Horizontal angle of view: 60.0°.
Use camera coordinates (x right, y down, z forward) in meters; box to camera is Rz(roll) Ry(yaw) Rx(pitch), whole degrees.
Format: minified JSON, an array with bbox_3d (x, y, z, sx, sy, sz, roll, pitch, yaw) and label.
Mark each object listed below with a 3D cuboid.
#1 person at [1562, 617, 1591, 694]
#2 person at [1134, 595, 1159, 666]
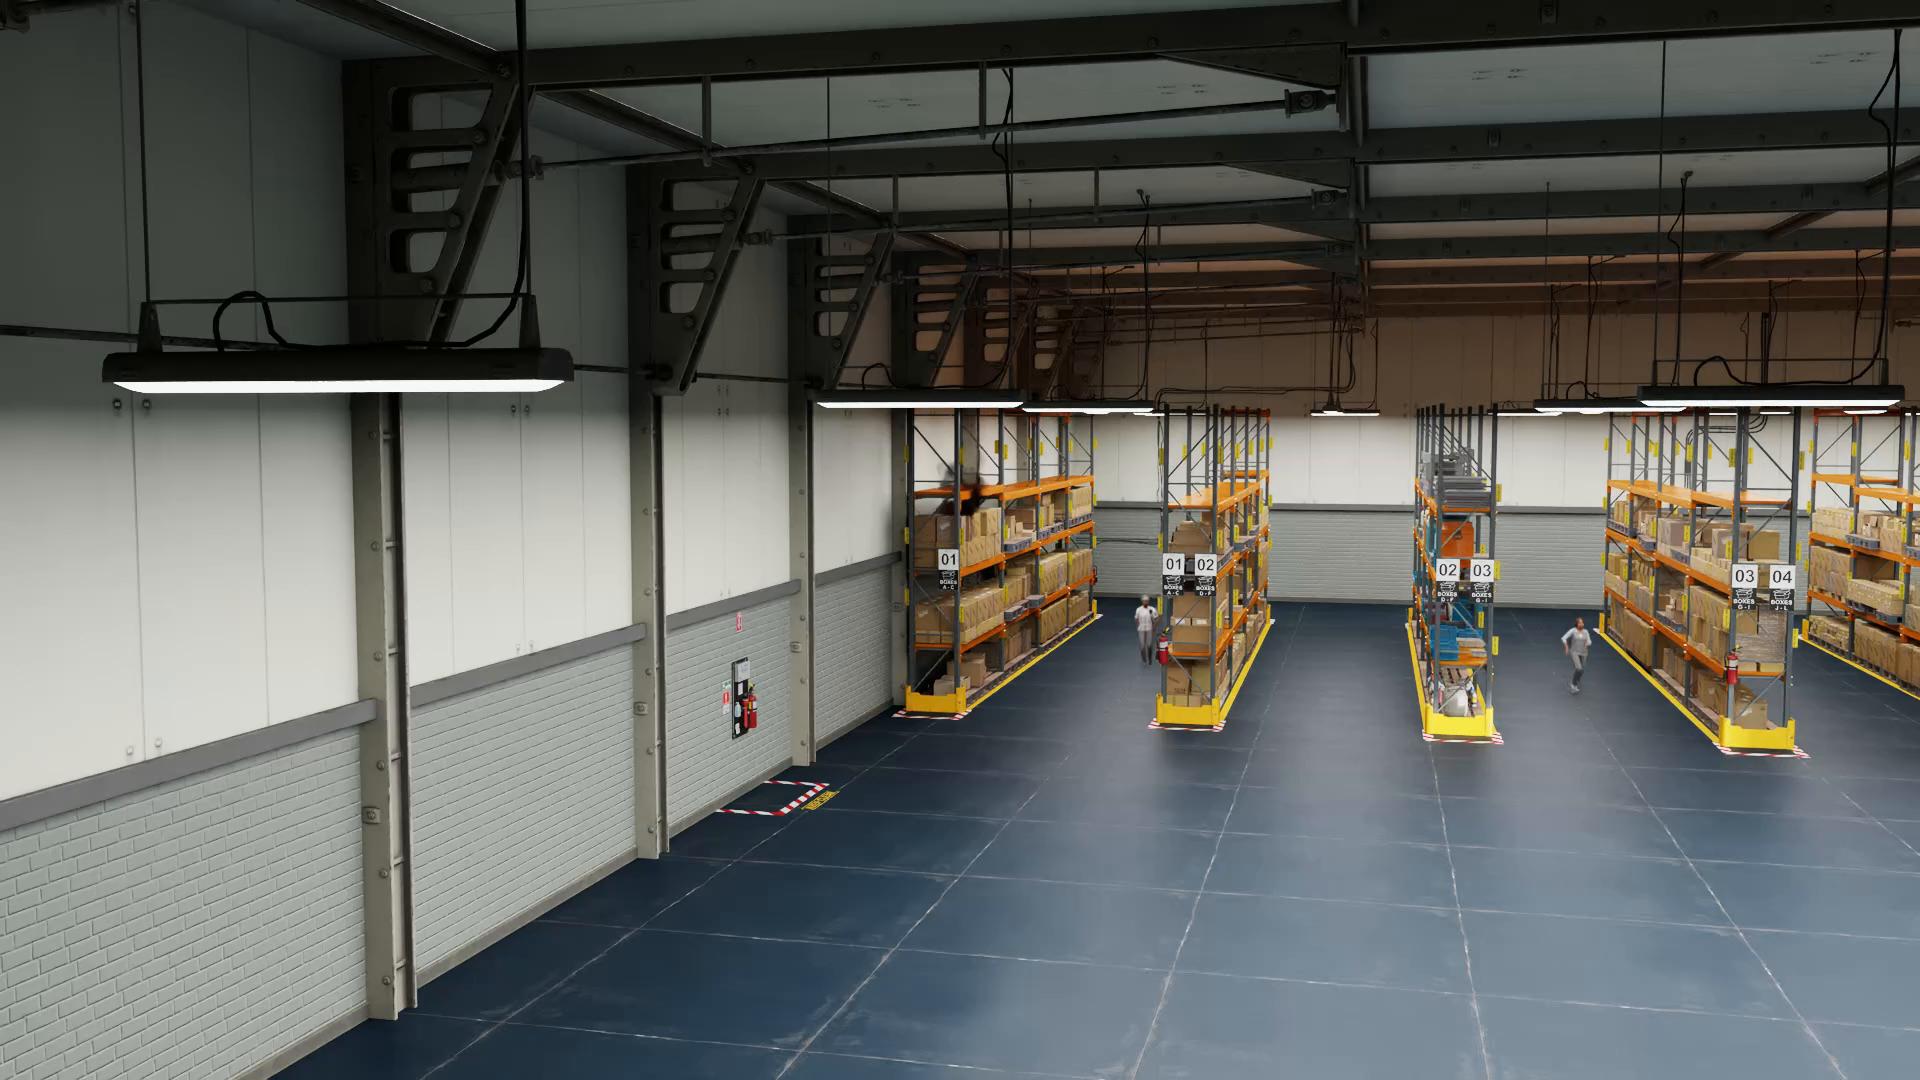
[{"bbox_3d":[12.857,2.403,34.578,0.506,1.586,0.656,0,4,-3],"label":"person"},{"bbox_3d":[4.279,2.093,38.315,0.558,1.663,0.572,1,4,12],"label":"person"}]
